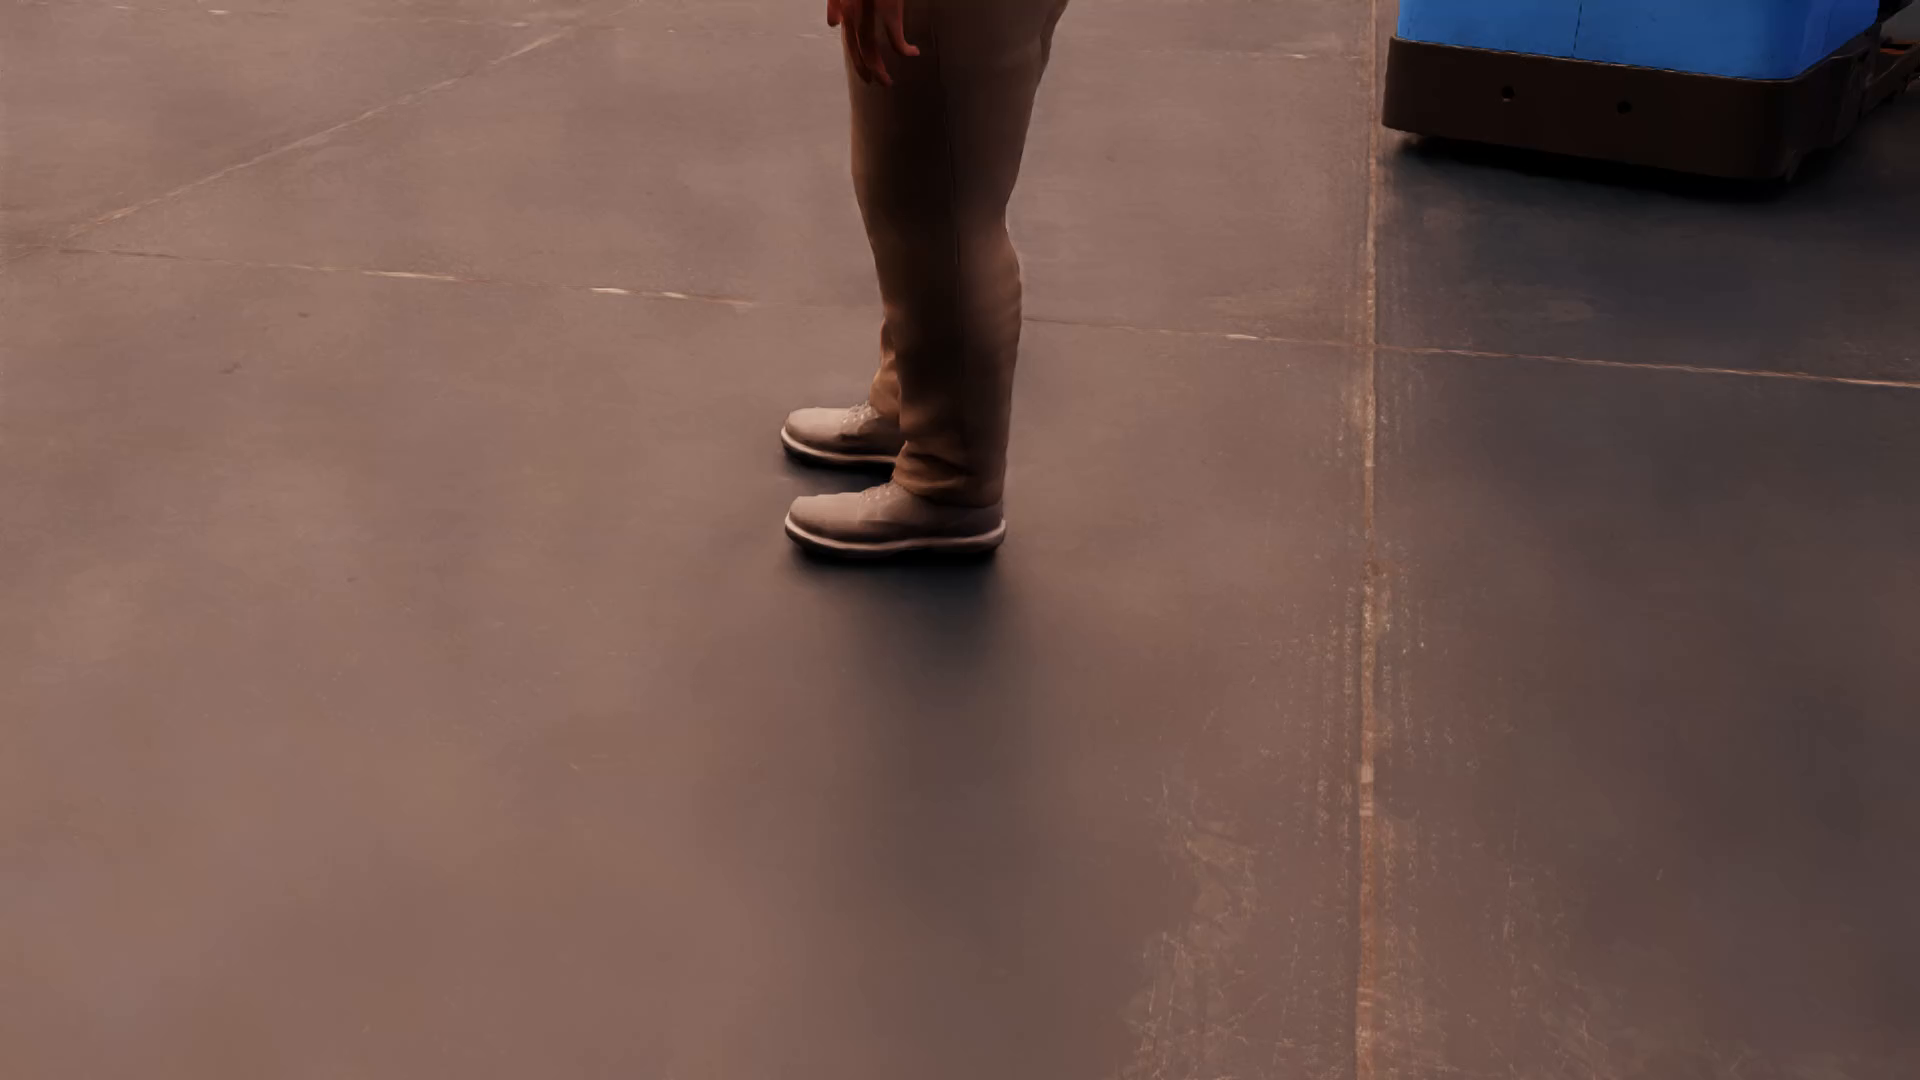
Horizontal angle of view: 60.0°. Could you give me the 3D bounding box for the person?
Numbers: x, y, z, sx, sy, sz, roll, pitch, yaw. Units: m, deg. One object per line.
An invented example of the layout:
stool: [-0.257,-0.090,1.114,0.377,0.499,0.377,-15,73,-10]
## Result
person: [-0.093,-0.793,2.137,0.534,1.726,0.640,6,27,11]

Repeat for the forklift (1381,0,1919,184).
forklift: [2.458,-2.800,4.797,1.130,2.935,3.031,18,32,32]
